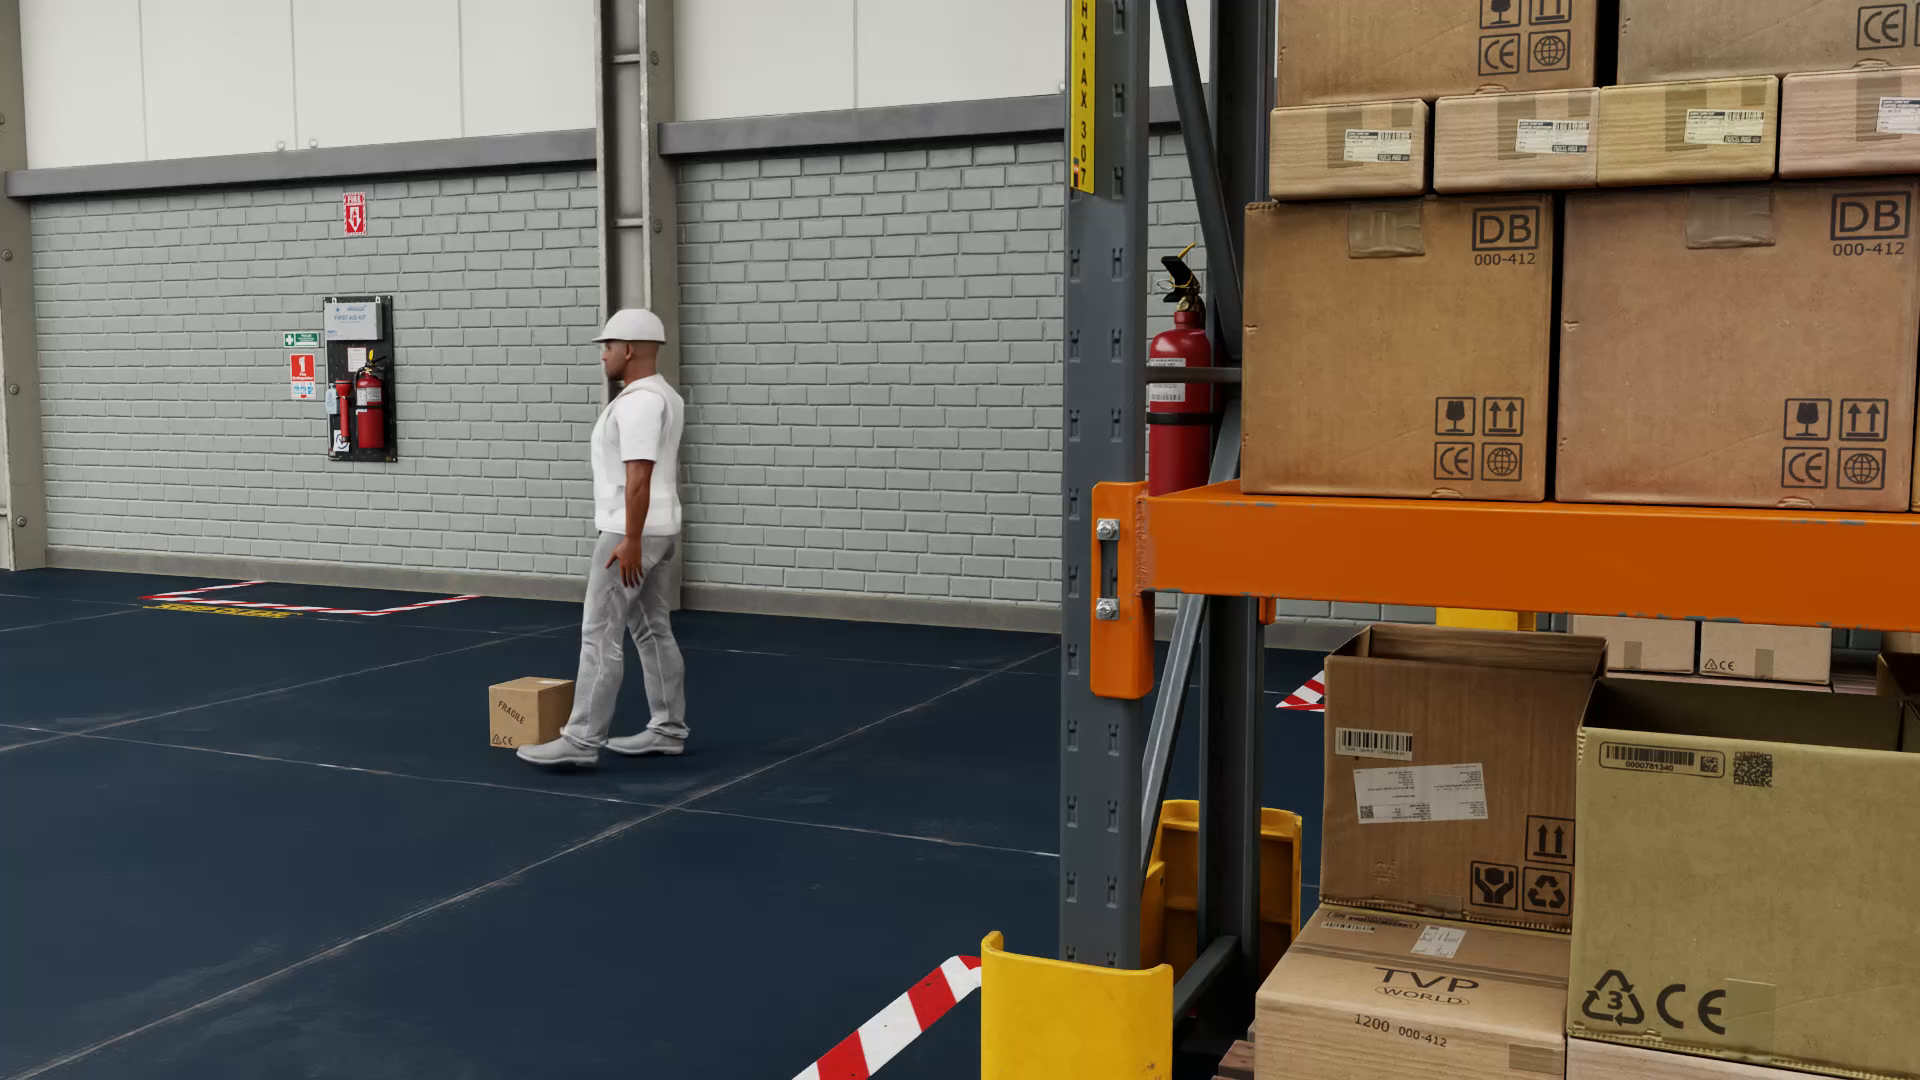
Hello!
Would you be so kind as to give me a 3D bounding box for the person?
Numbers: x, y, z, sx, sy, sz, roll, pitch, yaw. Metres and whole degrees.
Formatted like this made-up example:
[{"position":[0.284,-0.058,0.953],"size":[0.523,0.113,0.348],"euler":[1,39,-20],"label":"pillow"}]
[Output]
[{"position":[-1.389,-0.018,6.537],"size":[0.617,1.768,0.586],"euler":[0,6,1],"label":"person"}]
